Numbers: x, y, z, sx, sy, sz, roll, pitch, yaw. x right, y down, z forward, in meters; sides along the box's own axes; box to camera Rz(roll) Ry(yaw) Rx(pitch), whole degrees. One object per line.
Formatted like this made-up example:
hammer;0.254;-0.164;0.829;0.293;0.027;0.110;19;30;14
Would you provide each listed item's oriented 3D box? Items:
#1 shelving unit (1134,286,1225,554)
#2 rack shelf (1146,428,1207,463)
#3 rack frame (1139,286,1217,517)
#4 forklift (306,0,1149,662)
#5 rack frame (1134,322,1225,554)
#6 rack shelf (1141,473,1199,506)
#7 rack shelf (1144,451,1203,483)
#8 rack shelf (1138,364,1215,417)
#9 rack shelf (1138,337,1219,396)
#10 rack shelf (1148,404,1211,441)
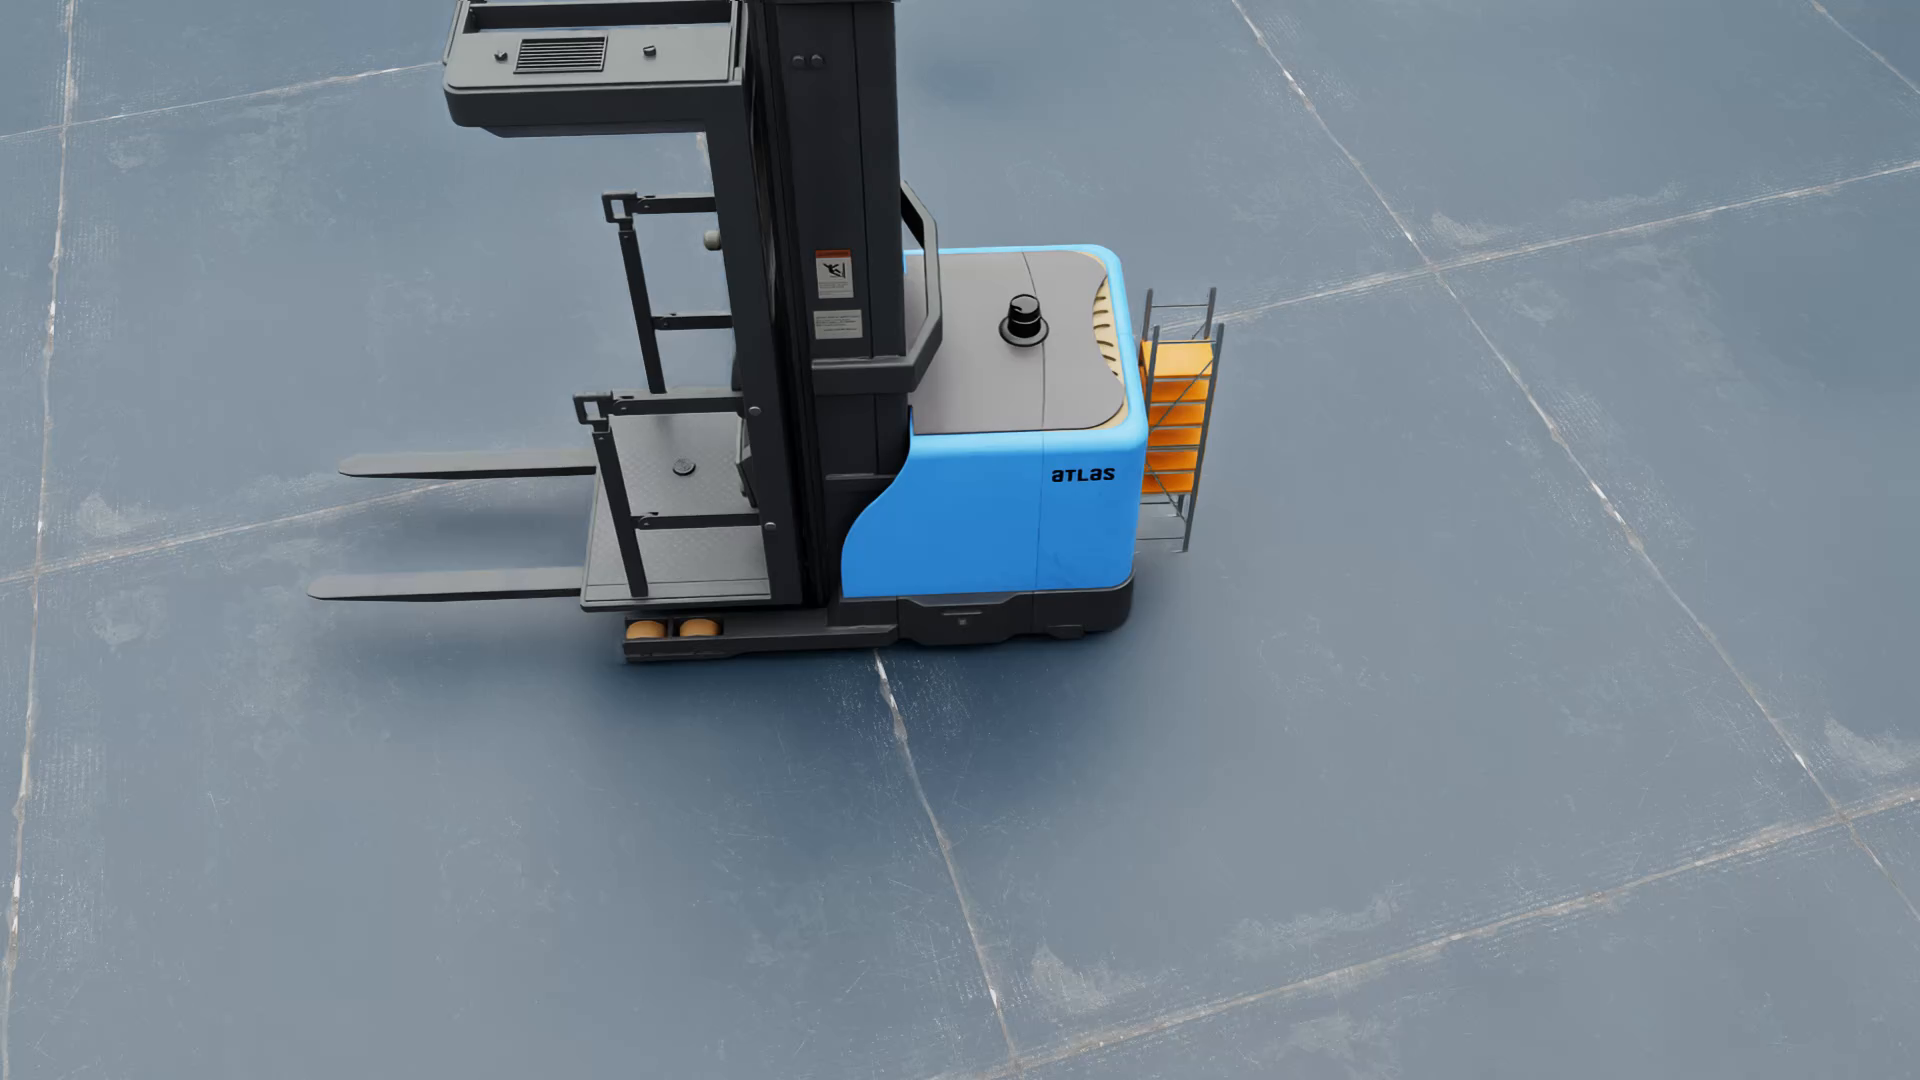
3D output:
shelving unit;0.766;-0.407;6.098;0.258;1.200;0.189;-2;50;-2
rack shelf;0.766;-0.379;6.132;0.258;0.103;0.180;-2;50;-2
rack frame;0.761;-0.477;6.157;0.240;1.200;0.006;-2;50;-2
forklift;-0.896;-0.911;5.391;3.031;2.935;1.130;-2;50;-2
rack frame;0.770;-0.338;6.039;0.240;1.200;0.006;-2;50;-2
rack shelf;0.765;-0.224;6.316;0.258;0.103;0.180;-2;50;-2
rack shelf;0.765;-0.301;6.224;0.258;0.103;0.180;-2;50;-2
rack shelf;0.766;-0.534;5.949;0.258;0.103;0.180;-2;50;-2
rack shelf;0.766;-0.611;5.857;0.258;0.103;0.180;-2;50;-2
rack shelf;0.766;-0.456;6.040;0.258;0.103;0.180;-2;50;-2
